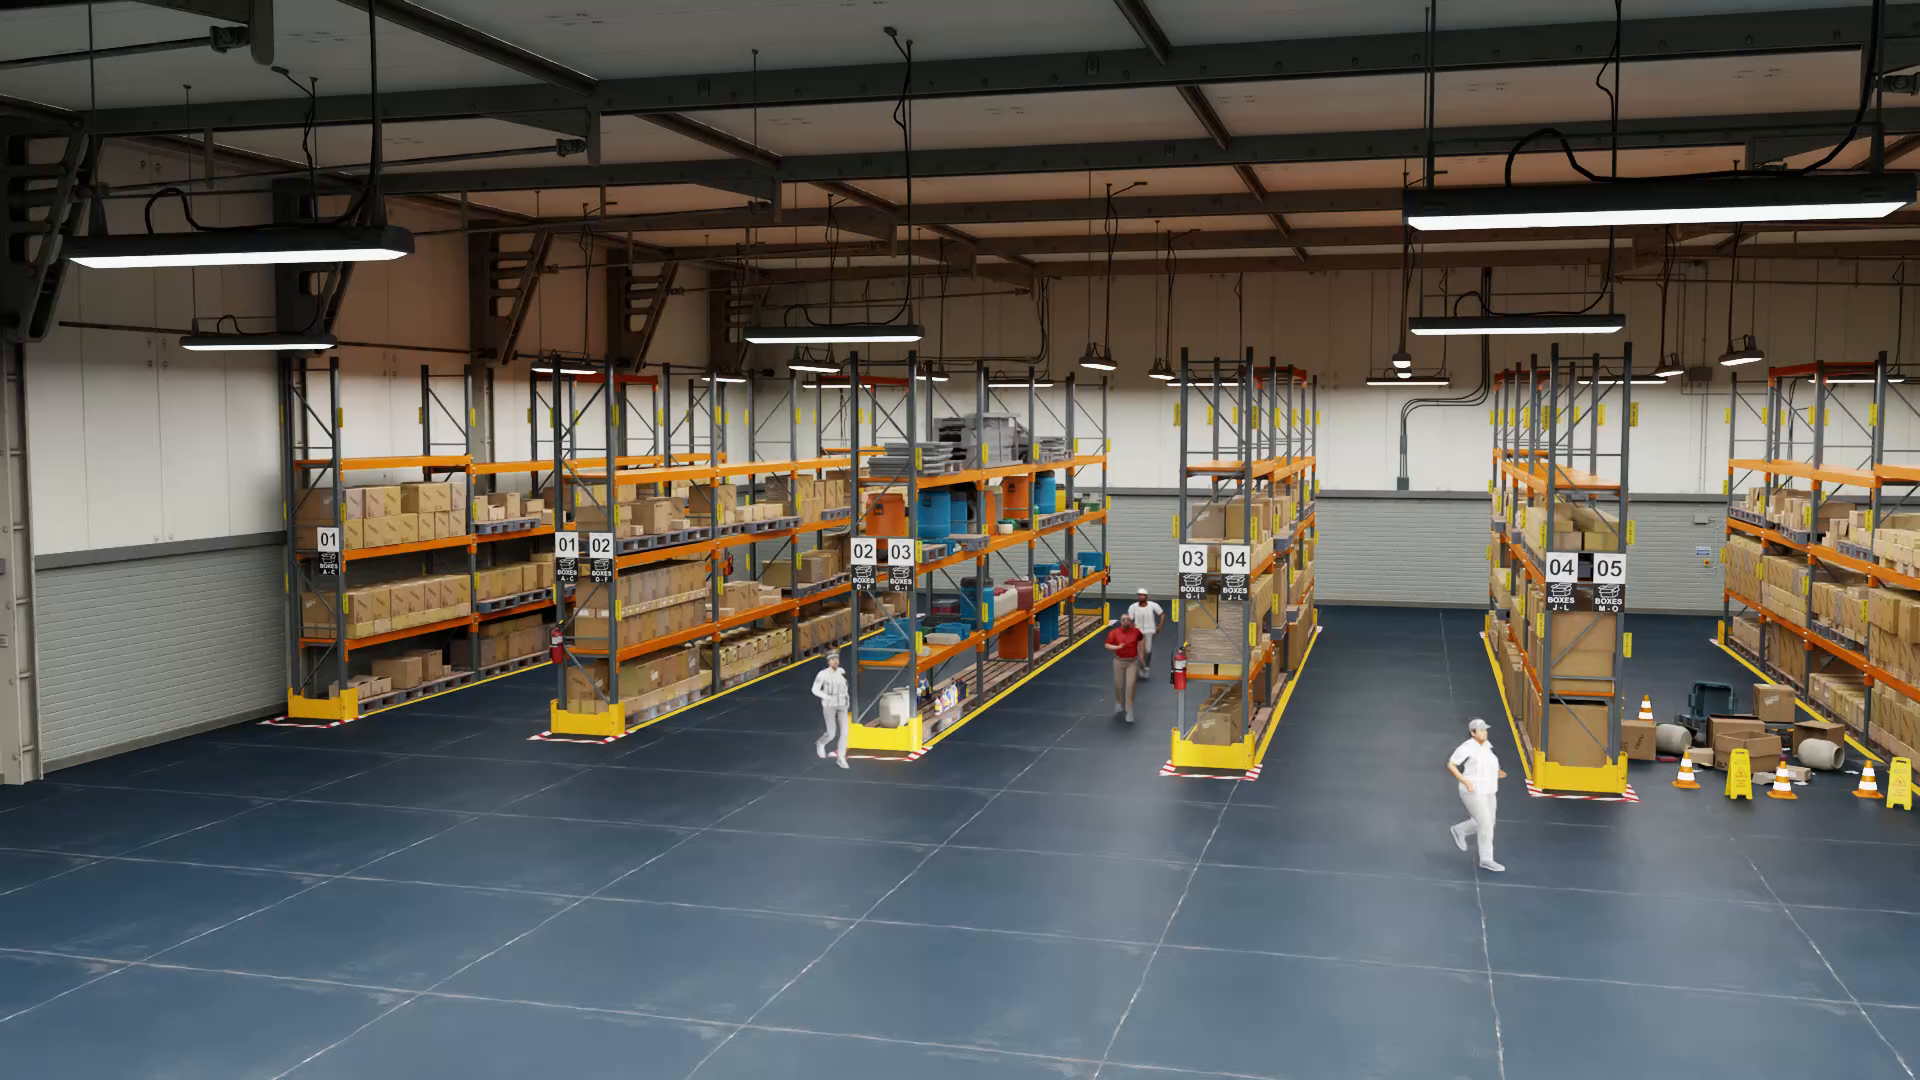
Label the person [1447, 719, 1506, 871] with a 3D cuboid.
[{"bbox_3d":[5.785,2.815,18.626,0.621,1.635,0.842,-3,5,-33],"label":"person"}]

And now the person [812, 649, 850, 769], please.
[{"bbox_3d":[-1.836,2.417,23.985,0.630,1.702,0.712,-3,5,-31],"label":"person"}]

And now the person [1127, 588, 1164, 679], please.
[{"bbox_3d":[3.536,1.795,31.910,0.712,1.737,0.653,1,4,14],"label":"person"}]

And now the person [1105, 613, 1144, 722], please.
[{"bbox_3d":[2.747,2.084,27.732,0.673,1.740,0.942,0,4,2],"label":"person"}]
